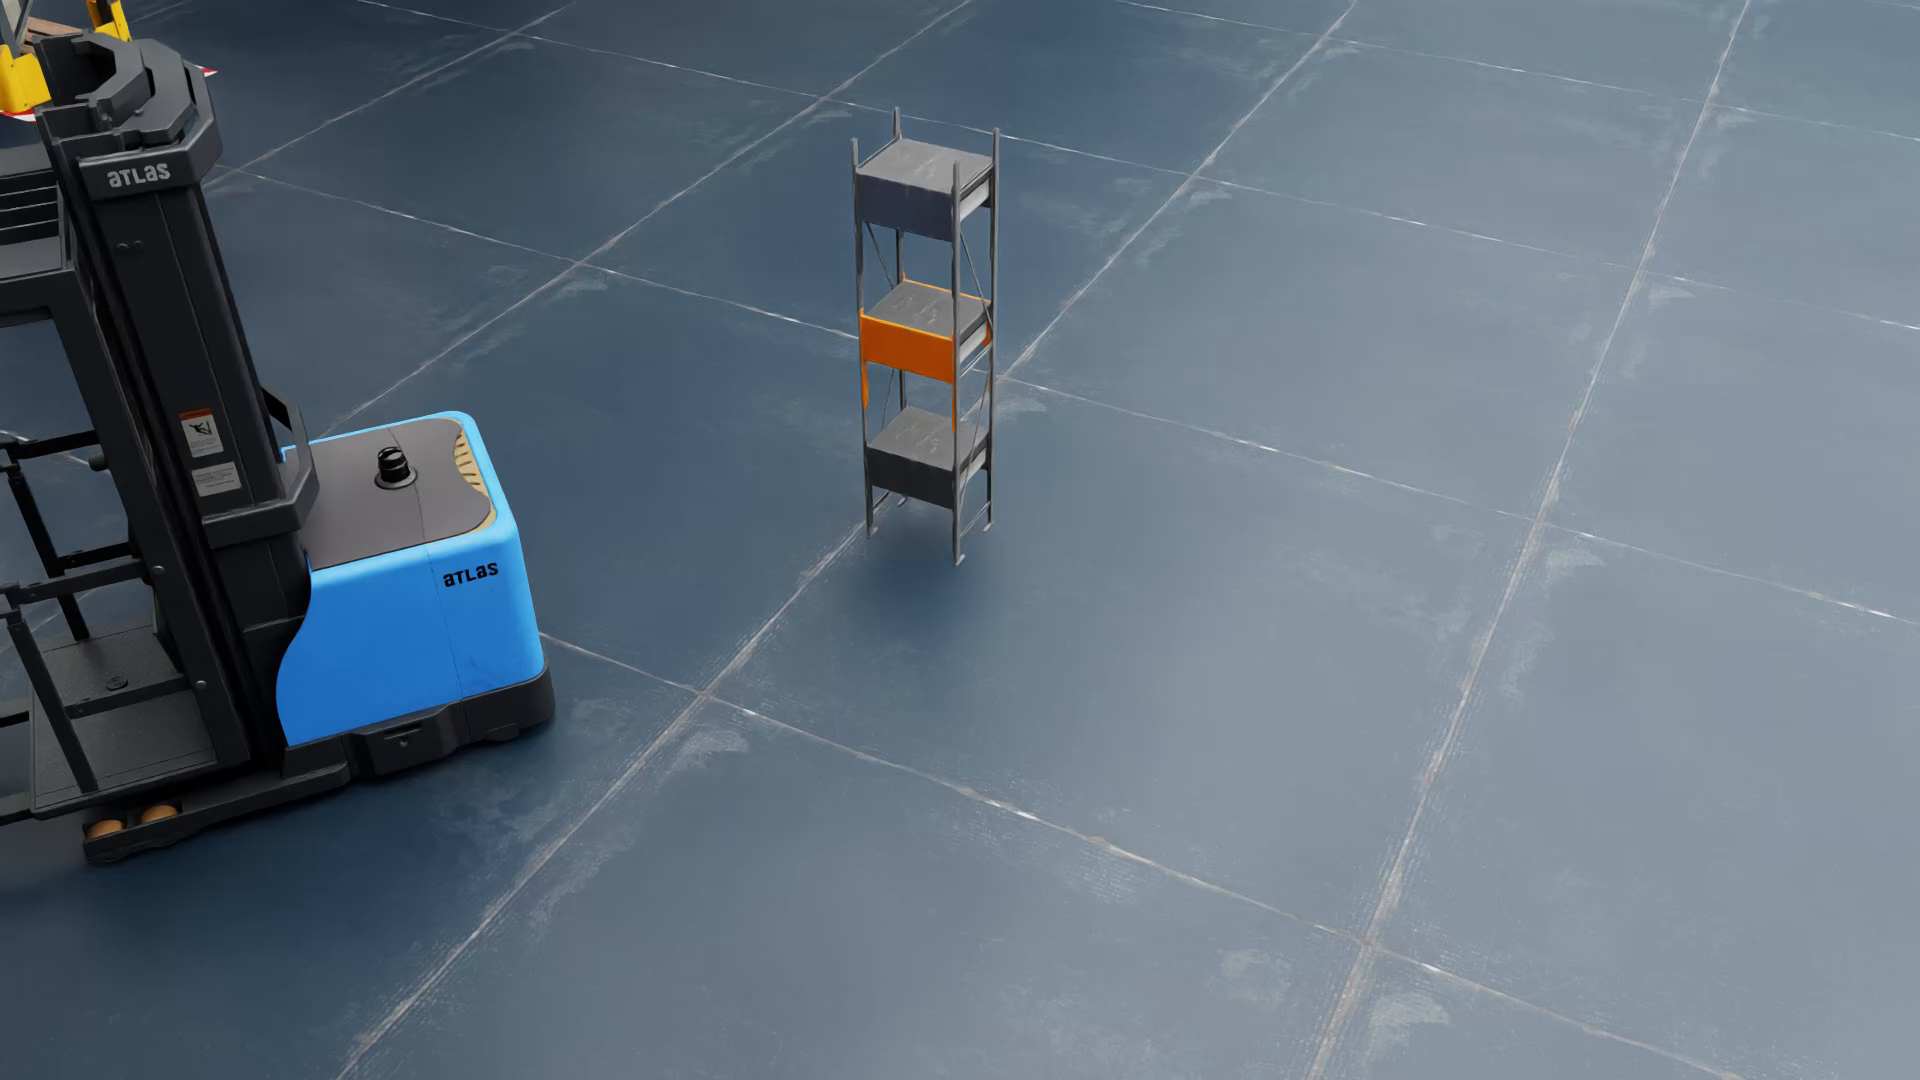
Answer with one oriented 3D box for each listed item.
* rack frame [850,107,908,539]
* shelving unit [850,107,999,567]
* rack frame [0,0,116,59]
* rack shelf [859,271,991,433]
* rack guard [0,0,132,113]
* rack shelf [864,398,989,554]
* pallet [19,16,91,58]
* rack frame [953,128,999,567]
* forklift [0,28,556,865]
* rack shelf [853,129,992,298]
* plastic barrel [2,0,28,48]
[{"bbox_3d":[-0.364,-0.950,7.765,0.015,2.100,0.400,17,41,21],"label":"rack frame"},{"bbox_3d":[-0.147,-0.882,7.676,0.503,2.100,0.431,17,41,21],"label":"shelving unit"},{"bbox_3d":[-6.860,-4.747,12.023,0.127,3.000,1.000,17,41,21],"label":"rack frame"},{"bbox_3d":[-0.147,-0.872,7.684,0.480,0.518,0.431,17,41,21],"label":"rack shelf"},{"bbox_3d":[-6.950,-3.747,12.773,0.348,0.500,1.175,17,41,21],"label":"rack guard"},{"bbox_3d":[-0.147,-0.314,8.107,0.480,0.518,0.431,17,41,21],"label":"rack shelf"},{"bbox_3d":[-7.668,-3.861,13.162,1.213,0.211,1.003,17,41,21],"label":"pallet"},{"bbox_3d":[0.070,-0.815,7.586,0.015,2.100,0.400,17,41,21],"label":"rack frame"},{"bbox_3d":[-3.306,-0.261,6.169,3.031,2.935,1.130,-15,40,-19],"label":"forklift"},{"bbox_3d":[-0.147,-1.429,7.261,0.480,0.518,0.431,17,41,21],"label":"rack shelf"},{"bbox_3d":[-7.480,-4.065,12.835,0.421,0.512,0.421,0,37,0],"label":"plastic barrel"}]
